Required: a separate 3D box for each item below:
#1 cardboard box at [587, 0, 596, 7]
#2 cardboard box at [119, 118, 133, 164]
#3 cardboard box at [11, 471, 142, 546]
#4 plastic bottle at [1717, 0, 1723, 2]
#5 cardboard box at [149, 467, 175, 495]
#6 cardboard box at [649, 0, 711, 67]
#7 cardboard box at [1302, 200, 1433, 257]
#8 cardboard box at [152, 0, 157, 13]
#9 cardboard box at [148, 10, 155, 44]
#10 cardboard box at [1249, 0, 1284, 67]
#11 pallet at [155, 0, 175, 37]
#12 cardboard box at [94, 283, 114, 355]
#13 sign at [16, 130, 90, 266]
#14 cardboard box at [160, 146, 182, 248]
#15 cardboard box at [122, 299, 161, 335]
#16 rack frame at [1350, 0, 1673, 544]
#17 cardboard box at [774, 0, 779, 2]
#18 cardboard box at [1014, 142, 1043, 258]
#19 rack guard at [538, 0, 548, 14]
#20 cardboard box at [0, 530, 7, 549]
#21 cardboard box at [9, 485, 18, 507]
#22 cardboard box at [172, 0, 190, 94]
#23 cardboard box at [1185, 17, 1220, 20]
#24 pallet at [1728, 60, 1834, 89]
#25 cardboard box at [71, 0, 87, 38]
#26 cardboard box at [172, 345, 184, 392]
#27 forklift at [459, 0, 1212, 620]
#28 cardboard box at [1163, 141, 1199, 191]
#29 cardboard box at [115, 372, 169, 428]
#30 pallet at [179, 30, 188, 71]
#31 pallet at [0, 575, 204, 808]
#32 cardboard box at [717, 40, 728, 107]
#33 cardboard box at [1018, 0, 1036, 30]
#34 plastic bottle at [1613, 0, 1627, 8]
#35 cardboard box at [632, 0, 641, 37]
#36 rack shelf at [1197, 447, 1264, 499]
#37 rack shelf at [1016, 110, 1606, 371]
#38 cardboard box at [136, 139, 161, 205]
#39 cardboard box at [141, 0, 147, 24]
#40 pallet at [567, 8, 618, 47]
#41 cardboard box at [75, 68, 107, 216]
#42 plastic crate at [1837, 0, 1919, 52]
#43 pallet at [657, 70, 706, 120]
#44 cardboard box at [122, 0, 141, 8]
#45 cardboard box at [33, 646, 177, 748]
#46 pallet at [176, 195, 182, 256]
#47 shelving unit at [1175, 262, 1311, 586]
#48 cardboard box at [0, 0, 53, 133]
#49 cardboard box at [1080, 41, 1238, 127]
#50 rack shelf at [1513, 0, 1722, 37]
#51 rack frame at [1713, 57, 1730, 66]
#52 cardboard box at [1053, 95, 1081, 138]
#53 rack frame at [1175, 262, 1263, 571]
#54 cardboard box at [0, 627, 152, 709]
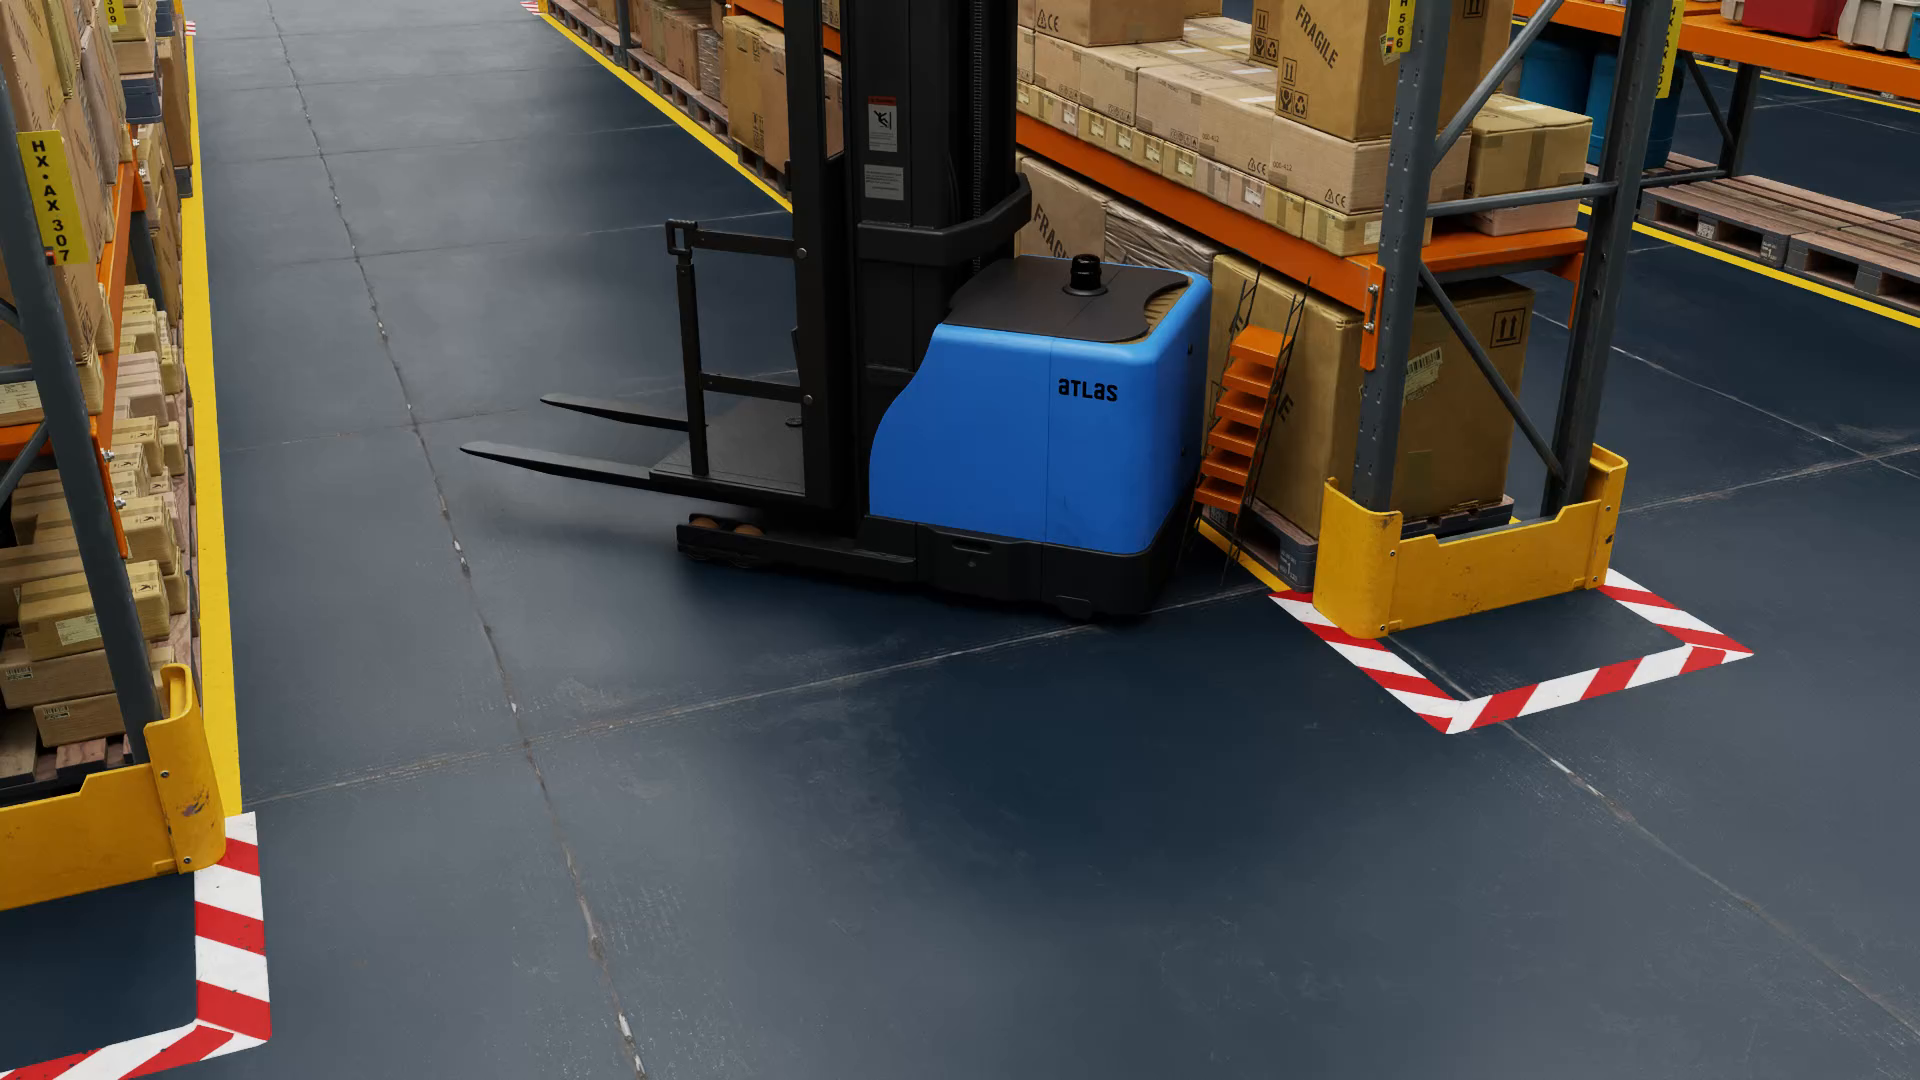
[{"bbox_3d":[-3.873,-6.192,18.384,0.500,0.500,0.500,-3,26,-7],"label":"cardboard box"},{"bbox_3d":[-3.743,-1.688,7.074,0.380,0.149,0.250,-11,28,-22],"label":"cardboard box"},{"bbox_3d":[-2.970,-0.091,5.611,0.380,0.149,0.250,-12,28,-23],"label":"cardboard box"},{"bbox_3d":[5.138,-3.792,11.232,0.061,0.283,0.133,-11,28,-21],"label":"plastic bottle"},{"bbox_3d":[-3.234,-0.143,6.394,0.380,0.149,0.250,-11,28,-21],"label":"cardboard box"},{"bbox_3d":[-2.411,-4.629,15.160,0.700,0.500,0.500,-11,28,-21],"label":"cardboard box"},{"bbox_3d":[1.456,-1.132,5.936,0.380,0.149,0.250,-10,28,-20],"label":"cardboard box"},{"bbox_3d":[-4.724,-3.013,9.310,0.380,0.149,0.250,-10,28,-19],"label":"cardboard box"},{"bbox_3d":[-4.308,-2.589,8.441,0.380,0.149,0.250,-10,28,-20],"label":"cardboard box"},{"bbox_3d":[1.554,-2.211,6.837,0.500,0.500,0.500,-11,28,-22],"label":"cardboard box"},{"bbox_3d":[-5.461,-3.220,10.145,1.213,0.211,1.003,-11,28,-21],"label":"pallet"},{"bbox_3d":[-2.724,-0.634,4.916,0.380,0.149,0.250,-11,28,-22],"label":"cardboard box"},{"bbox_3d":[-2.206,-0.829,4.042,0.100,0.325,0.005,-11,28,-21],"label":"sign"},{"bbox_3d":[-4.918,-2.000,9.797,0.500,0.500,0.500,-12,28,-23],"label":"cardboard box"},{"bbox_3d":[-3.756,-0.941,7.351,0.380,0.149,0.250,-10,28,-20],"label":"cardboard box"},{"bbox_3d":[1.898,-1.158,5.702,1.000,3.000,0.127,-11,28,-21],"label":"rack frame"},{"bbox_3d":[-1.091,-3.981,11.372,0.500,0.500,0.500,-11,28,-22],"label":"cardboard box"},{"bbox_3d":[0.517,-1.726,8.810,0.875,0.875,0.875,-11,28,-21],"label":"cardboard box"},{"bbox_3d":[-4.338,-6.463,19.417,1.175,0.500,0.348,-11,28,-21],"label":"rack guard"},{"bbox_3d":[-3.390,0.113,5.532,0.380,0.149,0.250,-11,28,-21],"label":"cardboard box"},{"bbox_3d":[-3.243,-0.162,6.095,0.380,0.149,0.250,-9,27,-18],"label":"cardboard box"},{"bbox_3d":[-7.079,-4.133,13.882,1.050,0.750,0.750,-11,28,-21],"label":"cardboard box"},{"bbox_3d":[0.951,-2.497,8.278,0.500,0.250,0.500,-10,28,-19],"label":"cardboard box"},{"bbox_3d":[8.139,-4.527,15.781,1.003,0.211,1.213,-11,28,-21],"label":"pallet"},{"bbox_3d":[-3.444,-2.029,5.894,0.500,0.500,0.500,-10,28,-19],"label":"cardboard box"},{"bbox_3d":[-3.805,-0.769,7.677,0.380,0.149,0.250,-10,28,-20],"label":"cardboard box"},{"bbox_3d":[-0.587,-1.412,6.302,3.031,2.935,1.130,9,27,18],"label":"forklift"},{"bbox_3d":[1.054,-1.544,6.780,0.380,0.149,0.250,-11,28,-22],"label":"cardboard box"},{"bbox_3d":[-3.314,-0.523,6.495,0.380,0.149,0.250,-12,28,-22],"label":"cardboard box"},{"bbox_3d":[-8.112,-4.751,16.241,1.003,0.211,1.213,-11,28,-21],"label":"pallet"},{"bbox_3d":[-3.021,0.542,5.399,1.003,0.211,1.213,-11,28,-21],"label":"pallet"},{"bbox_3d":[-1.516,-3.729,13.316,0.700,0.500,0.500,-12,29,-23],"label":"cardboard box"},{"bbox_3d":[0.470,-2.738,7.917,0.500,0.500,0.500,-11,28,-21],"label":"cardboard box"},{"bbox_3d":[4.437,-3.671,10.992,0.152,0.276,0.135,-11,28,-21],"label":"plastic bottle"},{"bbox_3d":[-2.921,-5.236,16.425,0.500,0.500,0.500,-11,28,-22],"label":"cardboard box"},{"bbox_3d":[1.027,-0.274,6.295,0.180,0.103,0.258,19,31,17],"label":"rack shelf"},{"bbox_3d":[1.115,-1.642,7.514,1.077,0.370,4.000,-11,28,-21],"label":"rack shelf"},{"bbox_3d":[-4.529,-1.922,8.783,0.500,0.250,0.500,-10,28,-19],"label":"cardboard box"},{"bbox_3d":[-4.106,-2.513,7.947,0.380,0.149,0.250,-11,28,-22],"label":"cardboard box"},{"bbox_3d":[-3.578,-5.507,17.789,1.003,0.211,1.213,-11,28,-21],"label":"pallet"},{"bbox_3d":[-3.245,-1.370,5.684,0.500,0.500,0.500,-11,28,-22],"label":"cardboard box"},{"bbox_3d":[5.318,-2.949,9.438,0.437,0.282,0.530,-11,28,-21],"label":"plastic crate"},{"bbox_3d":[-2.013,-3.942,14.583,1.003,0.211,1.213,-11,28,-21],"label":"pallet"},{"bbox_3d":[-4.003,-2.542,7.668,0.380,0.149,0.250,-9,27,-18],"label":"cardboard box"},{"bbox_3d":[-2.616,0.480,5.120,0.380,0.149,0.250,-10,28,-20],"label":"cardboard box"},{"bbox_3d":[-5.533,-2.007,10.620,1.003,0.211,1.213,-11,28,-21],"label":"pallet"},{"bbox_3d":[1.050,-0.415,6.215,0.189,1.200,0.258,19,31,17],"label":"shelving unit"},{"bbox_3d":[-2.637,-1.201,4.198,0.500,0.500,0.500,-11,28,-21],"label":"cardboard box"},{"bbox_3d":[0.859,-1.994,7.247,0.500,0.250,0.500,-11,28,-21],"label":"cardboard box"},{"bbox_3d":[4.106,-4.108,12.564,1.077,0.370,4.000,-11,28,-21],"label":"rack shelf"},{"bbox_3d":[7.882,-6.088,15.800,1.000,3.000,0.127,-11,28,-21],"label":"rack frame"},{"bbox_3d":[0.650,-1.960,7.632,0.380,0.149,0.250,-10,28,-20],"label":"cardboard box"},{"bbox_3d":[0.967,-0.444,6.241,0.006,1.200,0.240,19,31,17],"label":"rack frame"},{"bbox_3d":[-2.674,0.357,5.032,0.380,0.149,0.250,-9,28,-18],"label":"cardboard box"}]
